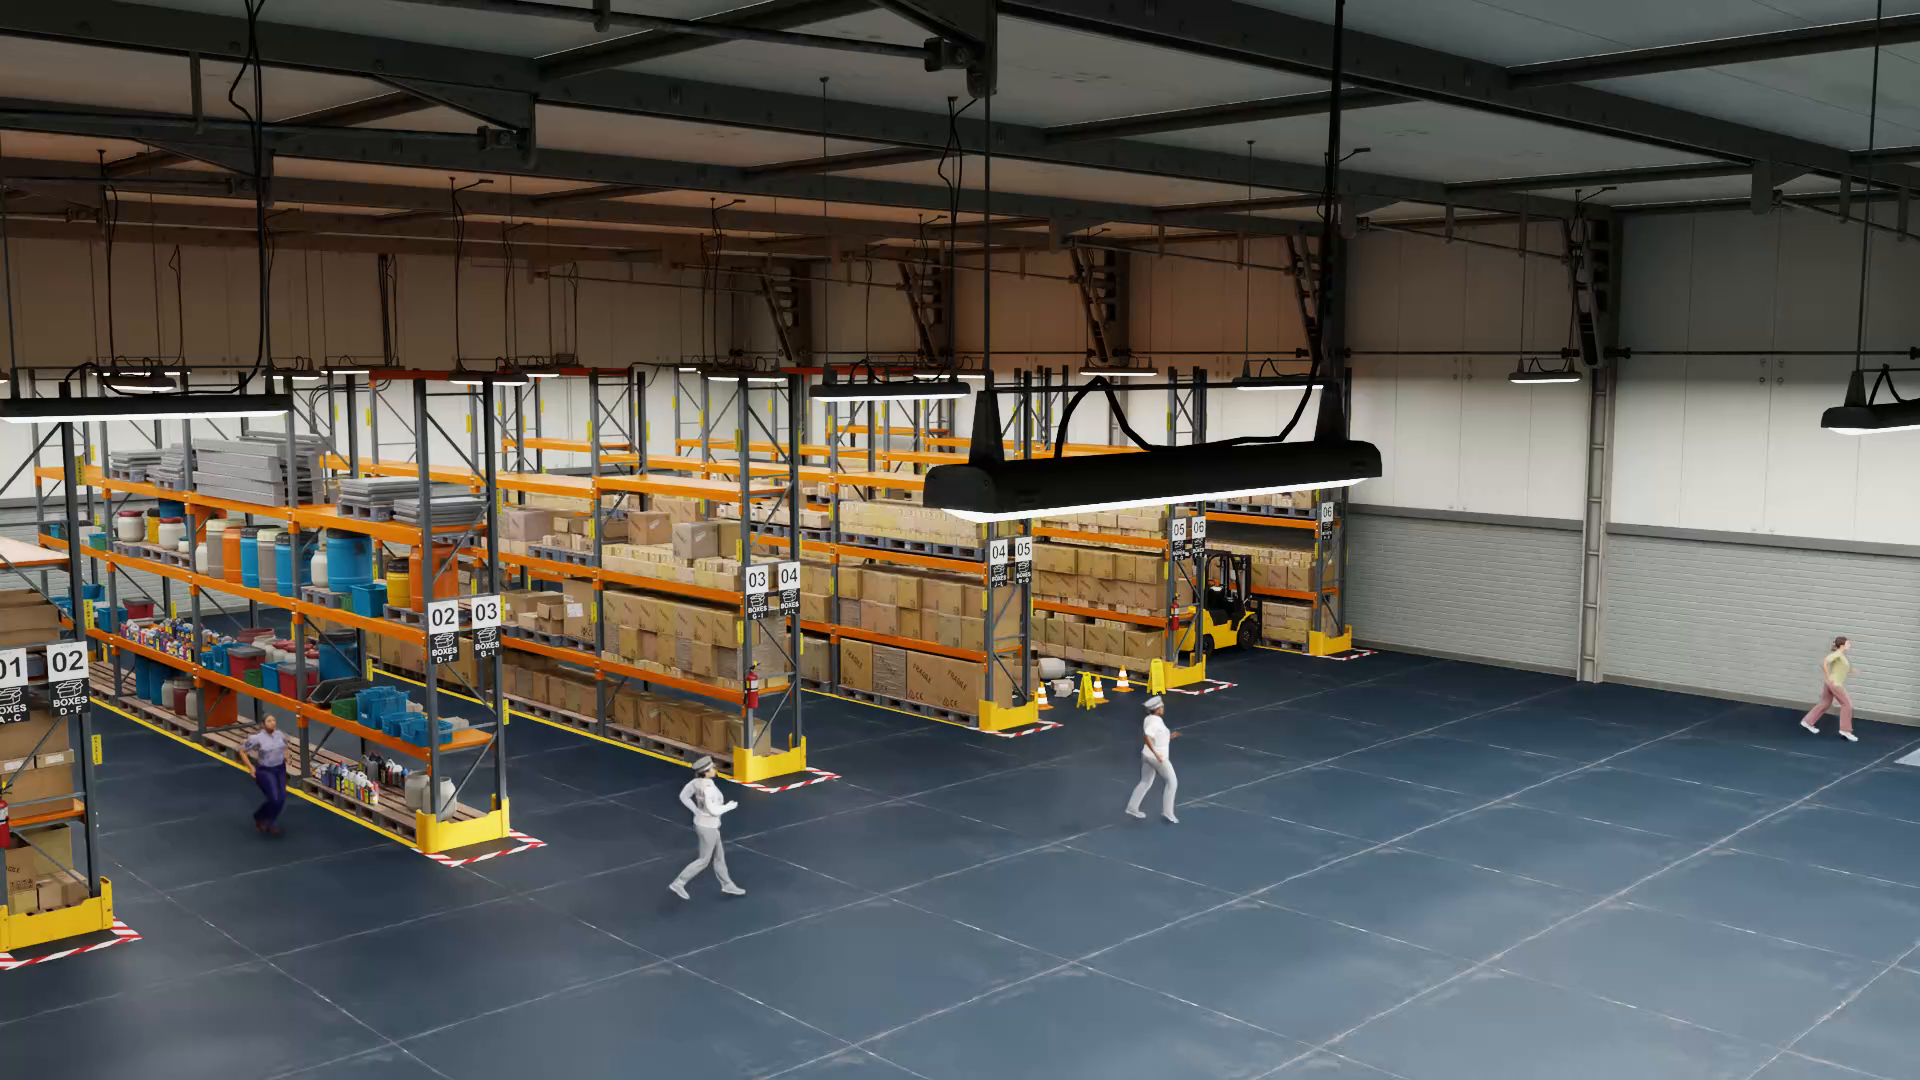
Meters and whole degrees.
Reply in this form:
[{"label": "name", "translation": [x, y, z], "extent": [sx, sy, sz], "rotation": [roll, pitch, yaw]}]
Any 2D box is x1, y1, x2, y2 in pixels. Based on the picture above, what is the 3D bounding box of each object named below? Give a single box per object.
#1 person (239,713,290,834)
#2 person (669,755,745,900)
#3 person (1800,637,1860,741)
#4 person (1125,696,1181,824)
[{"label": "person", "translation": [-9.016, 3.072, 21.798], "extent": [0.583, 1.609, 0.592], "rotation": [4, 7, 31]}, {"label": "person", "translation": [-2.914, 3.314, 19.118], "extent": [0.920, 1.701, 0.612], "rotation": [-3, 7, -23]}, {"label": "person", "translation": [14.346, 2.423, 27.381], "extent": [0.856, 1.706, 0.507], "rotation": [3, 7, 22]}, {"label": "person", "translation": [2.616, 2.974, 22.373], "extent": [0.770, 1.753, 0.546], "rotation": [-2, 7, -19]}]
